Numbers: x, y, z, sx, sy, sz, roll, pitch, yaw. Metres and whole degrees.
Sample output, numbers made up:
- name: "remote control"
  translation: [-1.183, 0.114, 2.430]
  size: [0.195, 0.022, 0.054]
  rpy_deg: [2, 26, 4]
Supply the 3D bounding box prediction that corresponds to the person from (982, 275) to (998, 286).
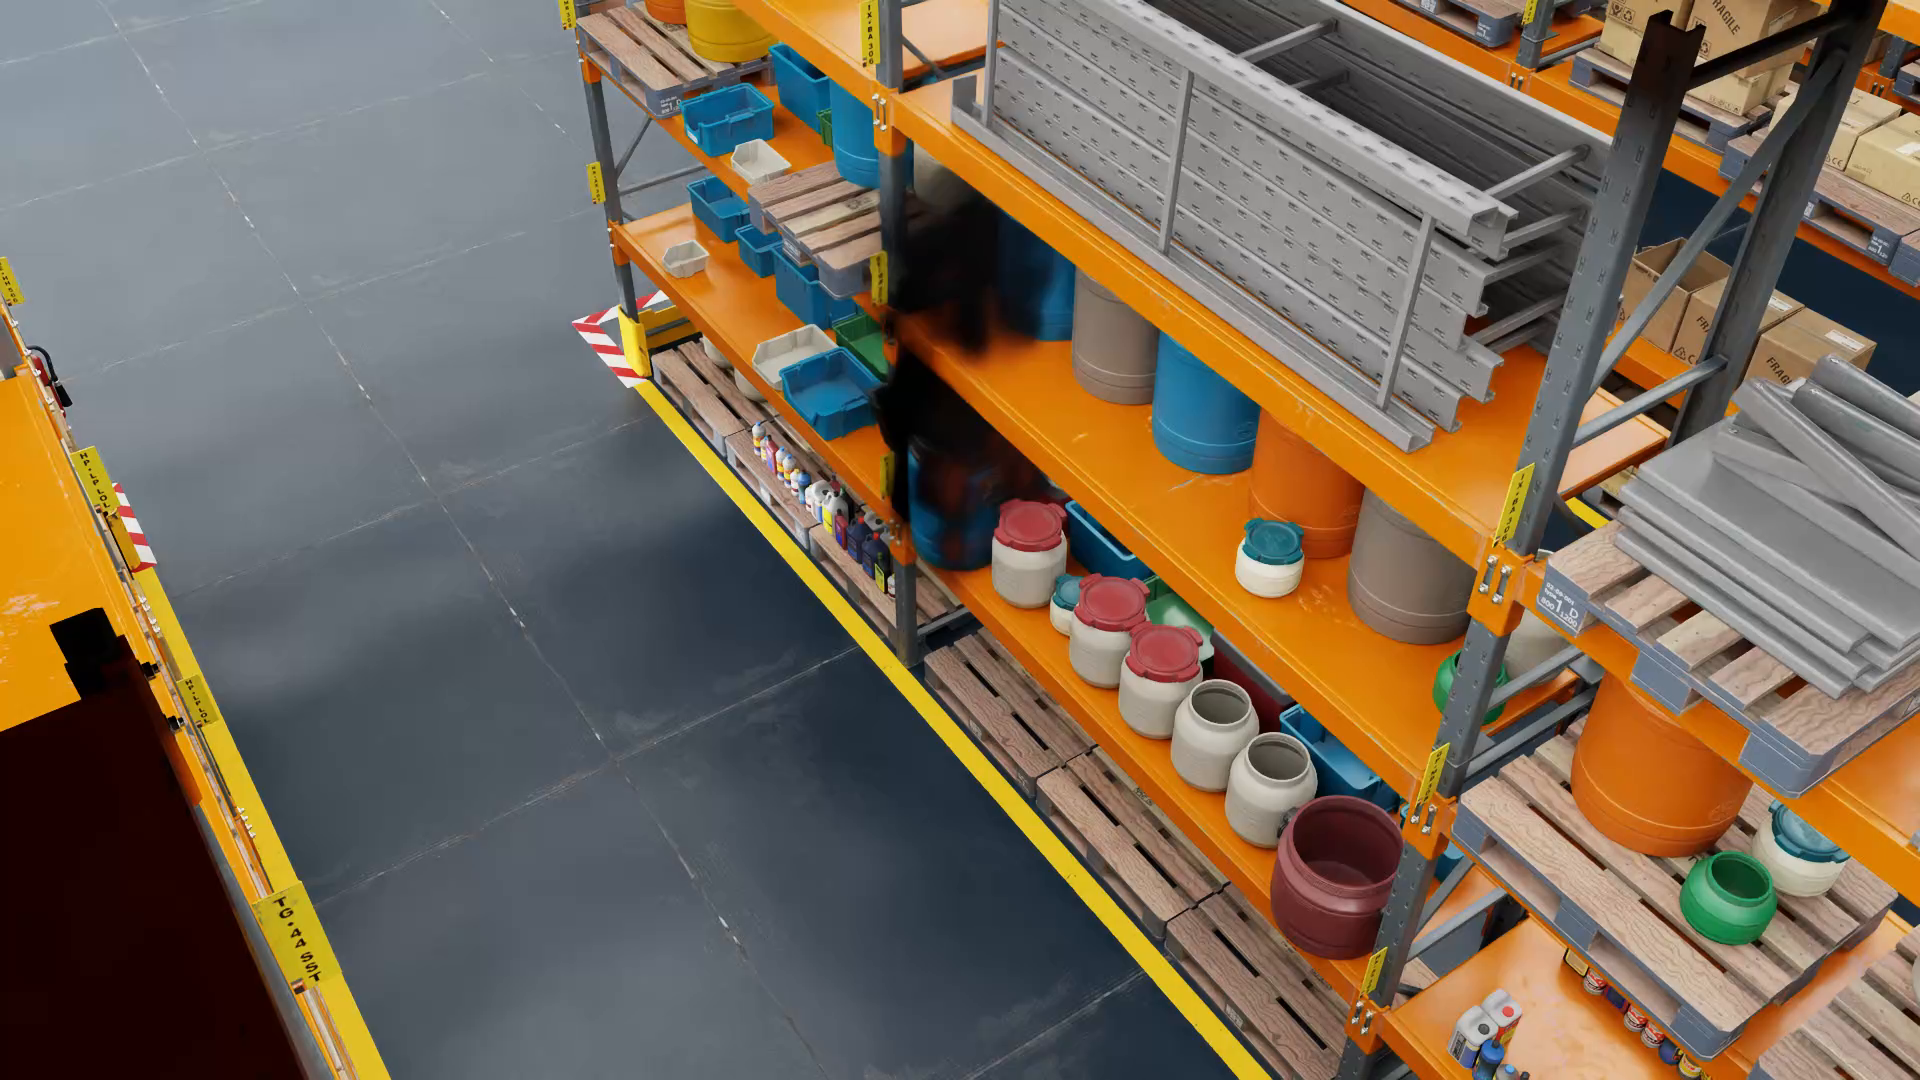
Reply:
- name: "person"
  translation: [0.358, -2.202, 12.428]
  size: [0.815, 1.799, 0.656]
  rpy_deg: [28, 49, 27]
